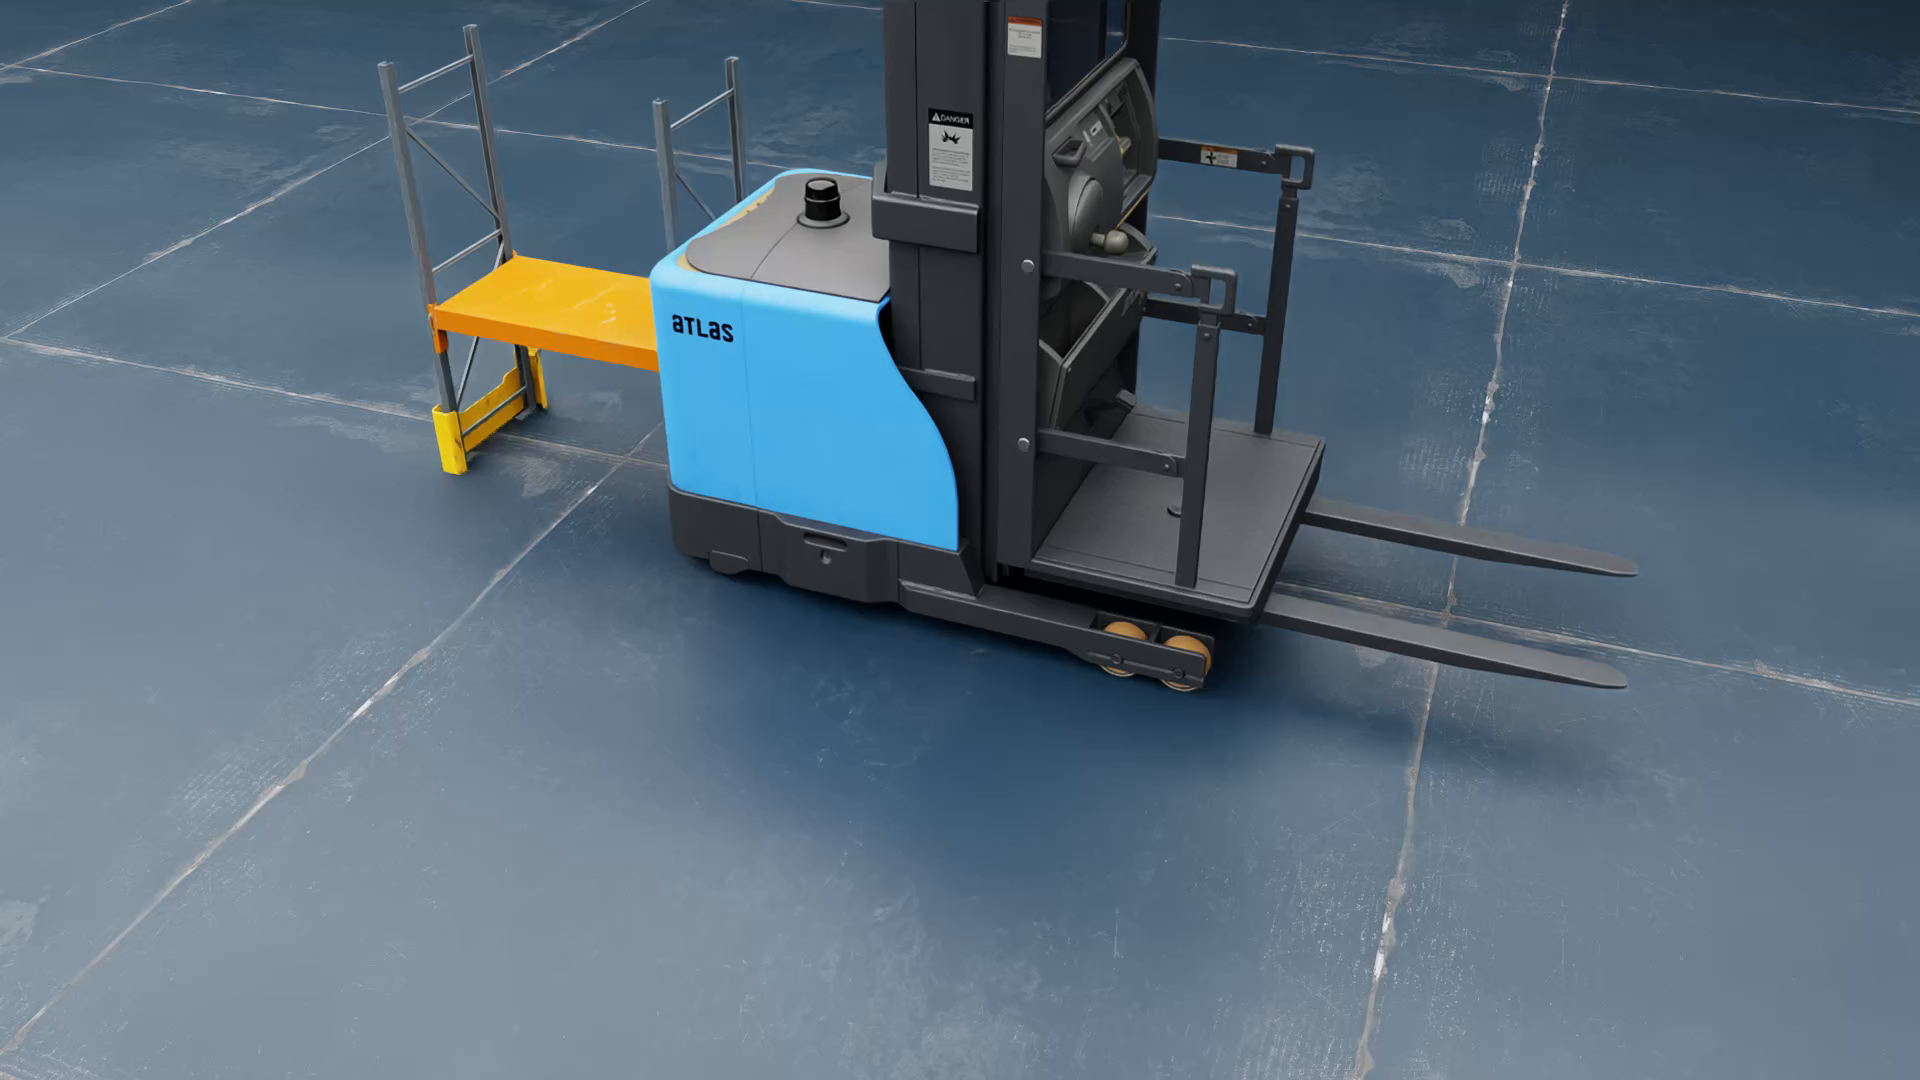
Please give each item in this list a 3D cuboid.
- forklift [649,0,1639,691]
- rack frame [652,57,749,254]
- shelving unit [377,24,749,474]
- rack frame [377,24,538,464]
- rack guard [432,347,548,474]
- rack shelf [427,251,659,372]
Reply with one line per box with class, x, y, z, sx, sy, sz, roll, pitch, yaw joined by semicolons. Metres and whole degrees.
forklift;0.601;-1.101;4.753;3.031;2.935;1.130;12;35;18
rack frame;-0.827;-0.820;5.637;0.032;1.500;0.500;12;35;18
shelving unit;-1.308;-0.924;5.799;1.083;1.500;0.587;12;35;18
rack frame;-1.771;-1.025;5.954;0.032;1.500;0.500;12;35;18
rack guard;-1.770;-0.499;6.293;0.087;0.250;0.587;12;35;18
rack shelf;-1.299;-0.771;5.893;1.000;0.185;0.538;12;35;18
